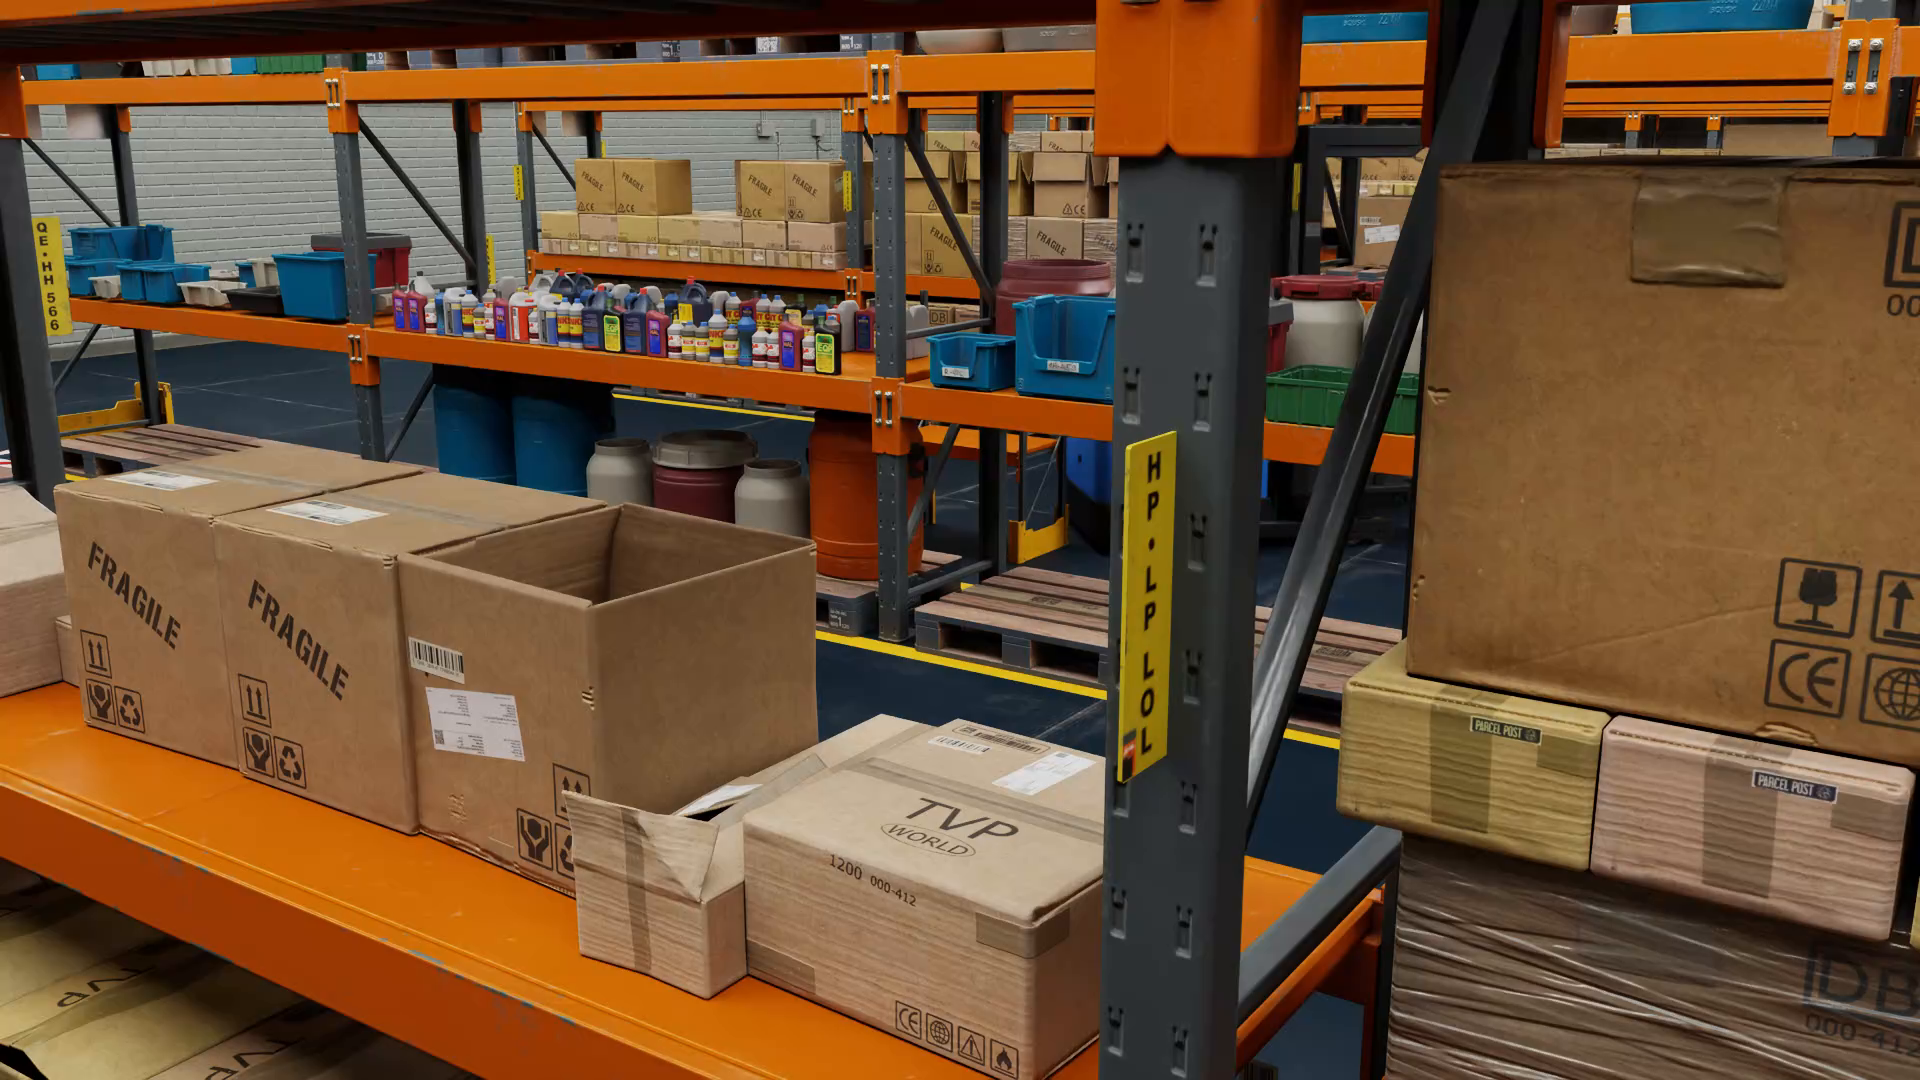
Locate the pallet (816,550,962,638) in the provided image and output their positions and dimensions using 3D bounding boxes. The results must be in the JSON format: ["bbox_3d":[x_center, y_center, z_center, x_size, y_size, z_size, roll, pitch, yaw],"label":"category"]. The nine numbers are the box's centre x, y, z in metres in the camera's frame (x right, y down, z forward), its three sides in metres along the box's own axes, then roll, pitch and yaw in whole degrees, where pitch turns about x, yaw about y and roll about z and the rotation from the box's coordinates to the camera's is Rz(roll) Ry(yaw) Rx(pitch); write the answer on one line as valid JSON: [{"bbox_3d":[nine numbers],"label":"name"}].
[{"bbox_3d":[-0.755,0.210,9.034,1.213,0.211,1.003,9,17,33],"label":"pallet"}]

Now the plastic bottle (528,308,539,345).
[{"bbox_3d":[-2.376,-1.203,9.352,0.097,0.201,0.097,0,14,0],"label":"plastic bottle"}]

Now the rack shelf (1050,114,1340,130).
[{"bbox_3d":[3.239,-5.921,23.254,4.000,0.370,1.077,9,17,33],"label":"rack shelf"}]

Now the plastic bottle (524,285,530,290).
[{"bbox_3d":[-2.672,-1.515,10.445,0.133,0.283,0.061,9,17,33],"label":"plastic bottle"}]

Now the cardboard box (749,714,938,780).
[{"bbox_3d":[-0.147,0.440,2.826,0.250,0.149,0.380,9,17,33],"label":"cardboard box"}]

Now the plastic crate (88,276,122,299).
[{"bbox_3d":[-5.912,-1.771,11.657,0.298,0.136,0.250,9,17,33],"label":"plastic crate"}]

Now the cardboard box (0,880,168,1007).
[{"bbox_3d":[-2.134,0.998,3.732,0.500,0.311,0.500,9,16,31],"label":"cardboard box"}]

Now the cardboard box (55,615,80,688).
[{"bbox_3d":[-1.755,0.223,3.703,0.250,0.149,0.380,11,17,37],"label":"cardboard box"}]

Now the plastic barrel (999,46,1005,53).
[{"bbox_3d":[0.156,-2.404,7.871,0.294,0.245,0.294,0,14,0],"label":"plastic barrel"}]

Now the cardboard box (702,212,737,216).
[{"bbox_3d":[-2.124,-2.960,15.733,0.500,0.250,0.500,9,17,33],"label":"cardboard box"}]

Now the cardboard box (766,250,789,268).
[{"bbox_3d":[-1.495,-2.492,14.672,0.250,0.149,0.380,9,16,32],"label":"cardboard box"}]

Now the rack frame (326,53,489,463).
[{"bbox_3d":[-3.397,-1.582,10.473,0.127,3.000,1.000,9,17,33],"label":"rack frame"}]

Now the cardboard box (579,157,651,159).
[{"bbox_3d":[-3.400,-3.529,16.469,0.500,0.500,0.500,9,17,33],"label":"cardboard box"}]

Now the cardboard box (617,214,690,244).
[{"bbox_3d":[-2.854,-2.923,15.582,0.500,0.250,0.500,9,16,31],"label":"cardboard box"}]

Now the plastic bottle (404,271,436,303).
[{"bbox_3d":[-3.252,-1.441,10.005,0.185,0.351,0.144,9,17,33],"label":"plastic bottle"}]

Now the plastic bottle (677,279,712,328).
[{"bbox_3d":[-1.510,-1.304,9.452,0.185,0.351,0.144,9,17,33],"label":"plastic bottle"}]

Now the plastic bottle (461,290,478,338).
[{"bbox_3d":[-2.841,-1.312,9.647,0.097,0.271,0.097,0,14,0],"label":"plastic bottle"}]

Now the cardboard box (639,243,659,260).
[{"bbox_3d":[-2.773,-2.699,15.506,0.250,0.149,0.380,9,16,32],"label":"cardboard box"}]

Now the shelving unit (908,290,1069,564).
[{"bbox_3d":[0.063,-0.718,10.102,1.083,1.500,0.587,9,17,33],"label":"shelving unit"}]

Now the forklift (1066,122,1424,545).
[{"bbox_3d":[2.219,-1.514,10.342,3.031,2.935,1.130,-2,14,-9],"label":"forklift"}]

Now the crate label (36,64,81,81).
[{"bbox_3d":[-6.130,-3.314,11.537,0.502,0.251,0.408,9,17,33],"label":"crate label"}]

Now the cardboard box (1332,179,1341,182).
[{"bbox_3d":[3.967,-3.690,17.399,0.250,0.149,0.380,9,16,32],"label":"cardboard box"}]

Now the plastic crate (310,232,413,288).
[{"bbox_3d":[-3.997,-1.812,11.143,0.583,0.464,0.402,9,17,33],"label":"plastic crate"}]

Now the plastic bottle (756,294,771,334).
[{"bbox_3d":[-1.104,-1.251,9.401,0.097,0.271,0.097,0,14,0],"label":"plastic bottle"}]

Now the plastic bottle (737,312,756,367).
[{"bbox_3d":[-1.090,-1.029,8.504,0.097,0.271,0.097,0,14,0],"label":"plastic bottle"}]

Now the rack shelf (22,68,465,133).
[{"bbox_3d":[-5.056,-2.957,11.282,4.000,0.370,1.077,9,17,33],"label":"rack shelf"}]

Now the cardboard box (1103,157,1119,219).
[{"bbox_3d":[1.550,-2.758,12.927,0.637,0.503,0.797,10,17,34],"label":"cardboard box"}]

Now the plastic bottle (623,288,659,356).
[{"bbox_3d":[-1.708,-1.174,8.926,0.185,0.351,0.144,9,17,33],"label":"plastic bottle"}]

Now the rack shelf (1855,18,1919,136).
[{"bbox_3d":[4.901,-1.348,4.781,4.000,0.370,1.077,9,17,33],"label":"rack shelf"}]

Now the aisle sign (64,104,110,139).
[{"bbox_3d":[-6.612,-3.449,12.602,0.004,0.787,0.394,9,17,33],"label":"aisle sign"}]

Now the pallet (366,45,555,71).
[{"bbox_3d":[-2.692,-2.861,9.789,1.003,0.211,1.213,9,17,33],"label":"pallet"}]

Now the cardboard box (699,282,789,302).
[{"bbox_3d":[-1.882,-1.967,15.576,0.875,0.875,0.875,9,17,33],"label":"cardboard box"}]

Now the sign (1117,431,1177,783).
[{"bbox_3d":[0.179,0.064,1.579,0.005,0.325,0.100,9,17,33],"label":"sign"}]

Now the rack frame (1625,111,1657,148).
[{"bbox_3d":[8.218,-4.009,20.277,0.127,3.000,1.000,9,17,33],"label":"rack frame"}]

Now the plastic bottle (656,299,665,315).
[{"bbox_3d":[-1.752,-1.322,9.833,0.097,0.201,0.097,0,14,0],"label":"plastic bottle"}]

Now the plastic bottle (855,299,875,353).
[{"bbox_3d":[-0.503,-1.165,9.029,0.133,0.283,0.061,9,17,33],"label":"plastic bottle"}]

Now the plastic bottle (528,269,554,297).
[{"bbox_3d":[-2.532,-1.472,10.128,0.185,0.351,0.144,9,17,33],"label":"plastic bottle"}]

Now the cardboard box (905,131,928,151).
[{"bbox_3d":[-0.453,-4.580,19.676,0.500,0.500,0.500,10,17,34],"label":"cardboard box"}]

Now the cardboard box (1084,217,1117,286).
[{"bbox_3d":[1.296,-2.236,12.904,0.500,0.500,0.500,9,16,31],"label":"cardboard box"}]

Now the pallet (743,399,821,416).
[{"bbox_3d":[-1.220,-1.334,15.272,1.213,0.211,1.003,9,17,33],"label":"pallet"}]

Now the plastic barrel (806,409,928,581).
[{"bbox_3d":[-0.493,-0.258,8.767,0.708,0.830,0.600,9,17,33],"label":"plastic barrel"}]

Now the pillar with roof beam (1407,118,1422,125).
[{"bbox_3d":[5.188,-7.863,23.359,0.400,9.000,9.100,9,17,33],"label":"pillar with roof beam"}]

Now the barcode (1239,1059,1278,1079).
[{"bbox_3d":[0.495,0.894,2.757,0.075,0.075,0.001,9,17,33],"label":"barcode"}]

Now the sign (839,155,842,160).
[{"bbox_3d":[-2.022,-6.651,29.228,0.001,0.242,0.339,9,17,33],"label":"sign"}]

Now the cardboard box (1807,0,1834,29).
[{"bbox_3d":[5.170,-3.198,10.162,0.258,0.266,0.396,10,17,35],"label":"cardboard box"}]

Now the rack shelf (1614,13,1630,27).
[{"bbox_3d":[9.325,-7.637,24.774,4.000,0.370,1.077,9,17,33],"label":"rack shelf"}]

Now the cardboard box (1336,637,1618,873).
[{"bbox_3d":[0.589,0.189,1.759,0.250,0.149,0.380,9,17,33],"label":"cardboard box"}]

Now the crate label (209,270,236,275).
[{"bbox_3d":[-5.461,-1.872,12.068,0.243,0.136,0.396,9,17,33],"label":"crate label"}]

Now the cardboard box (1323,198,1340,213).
[{"bbox_3d":[3.803,-3.383,16.777,0.250,0.149,0.380,10,17,34],"label":"cardboard box"}]

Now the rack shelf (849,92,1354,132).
[{"bbox_3d":[1.027,-3.408,13.105,4.000,0.370,1.077,9,17,33],"label":"rack shelf"}]
